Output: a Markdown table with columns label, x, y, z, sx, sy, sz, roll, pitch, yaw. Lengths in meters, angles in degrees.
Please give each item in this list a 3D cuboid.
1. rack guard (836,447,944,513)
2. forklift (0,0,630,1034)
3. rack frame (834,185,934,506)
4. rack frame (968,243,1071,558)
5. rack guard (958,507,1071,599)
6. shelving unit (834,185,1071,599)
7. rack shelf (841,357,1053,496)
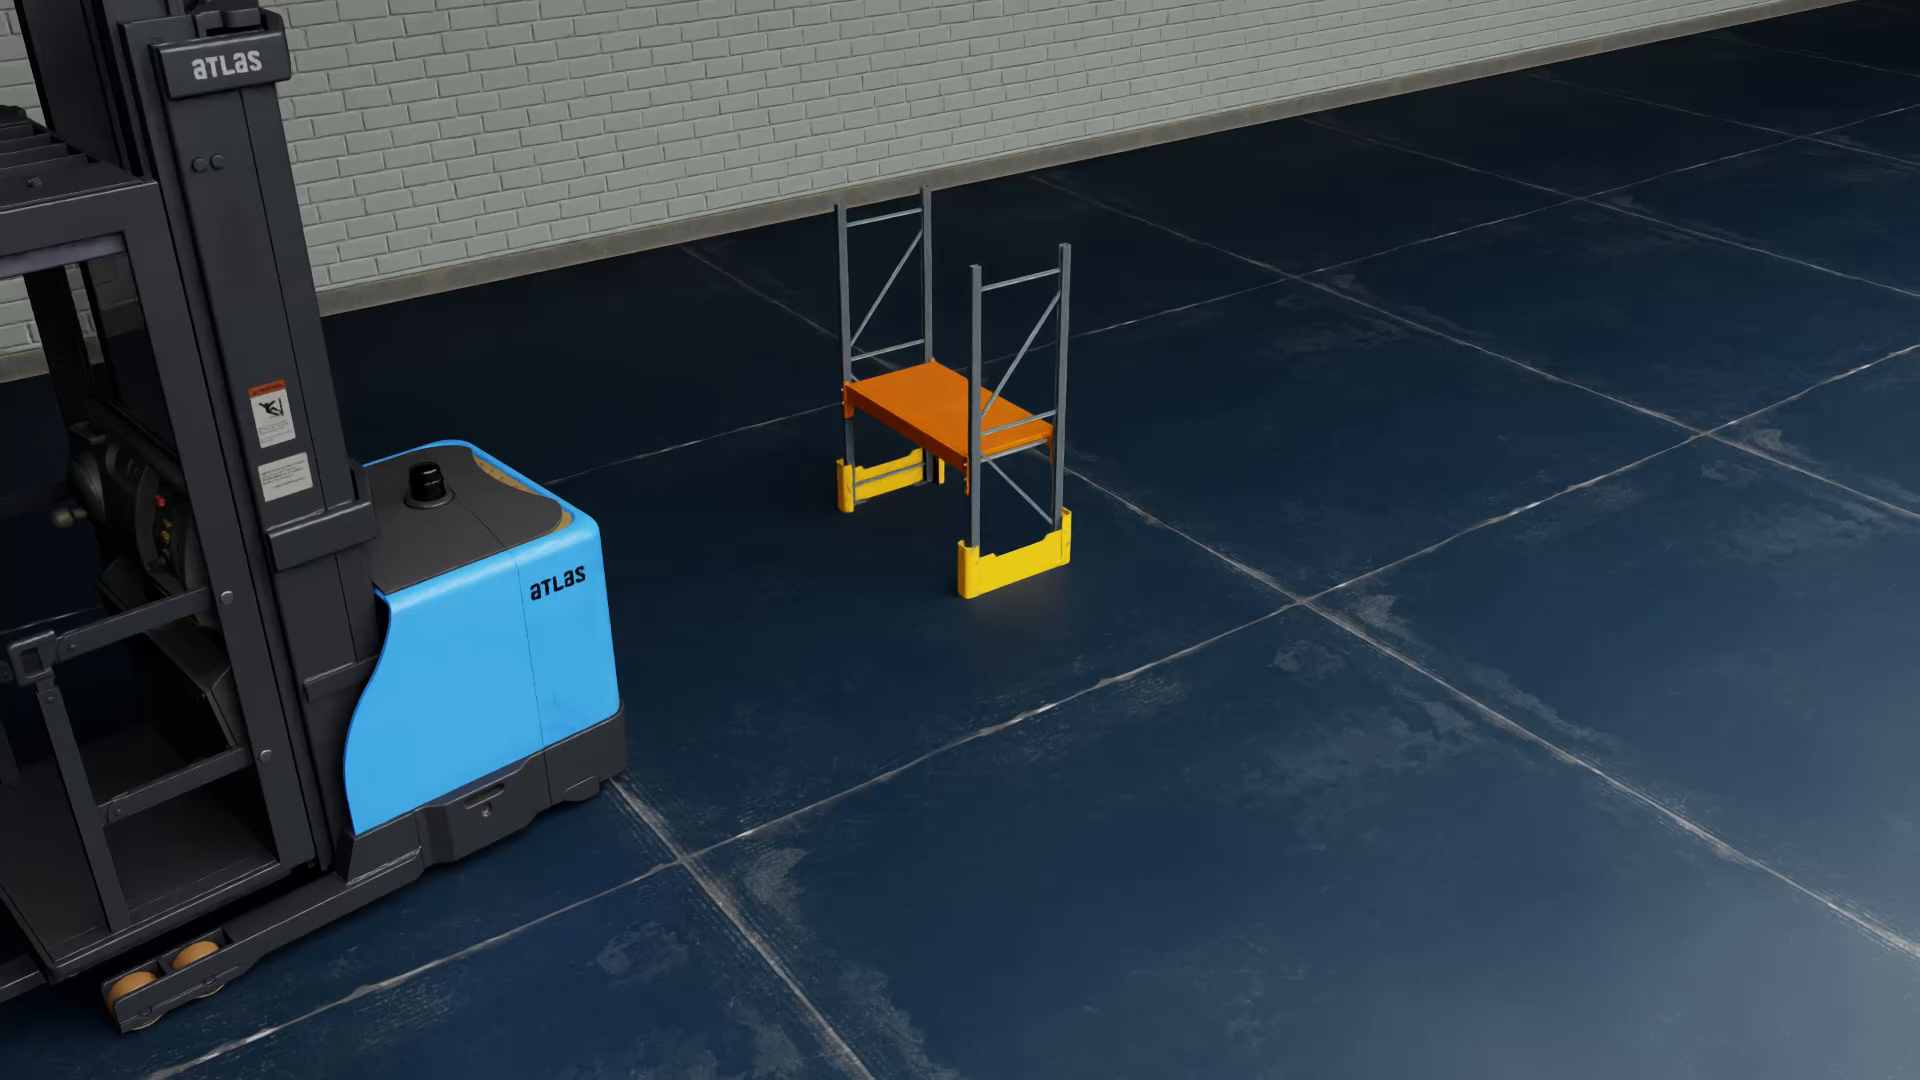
| label | x | y | z | sx | sy | sz | roll | pitch | yaw |
| --- | --- | --- | --- | --- | --- | --- | --- | --- | --- |
| rack guard | -0.333 | -0.333 | 8.101 | 0.587 | 0.250 | 0.087 | -19 | 34 | -31 |
| forklift | -2.624 | -0.091 | 4.846 | 3.031 | 2.935 | 1.130 | -25 | 37 | -37 |
| rack frame | -0.344 | -0.890 | 7.817 | 0.500 | 1.500 | 0.032 | -19 | 34 | -31 |
| rack frame | 0.245 | -0.495 | 7.089 | 0.500 | 1.500 | 0.032 | -19 | 34 | -31 |
| rack guard | 0.245 | 0.054 | 7.388 | 0.587 | 0.250 | 0.087 | -19 | 34 | -31 |
| shelving unit | -0.044 | -0.689 | 7.447 | 0.587 | 1.500 | 1.083 | -19 | 34 | -31 |
| rack shelf | -0.049 | -0.534 | 7.539 | 0.538 | 0.185 | 1.000 | -19 | 34 | -31 |
